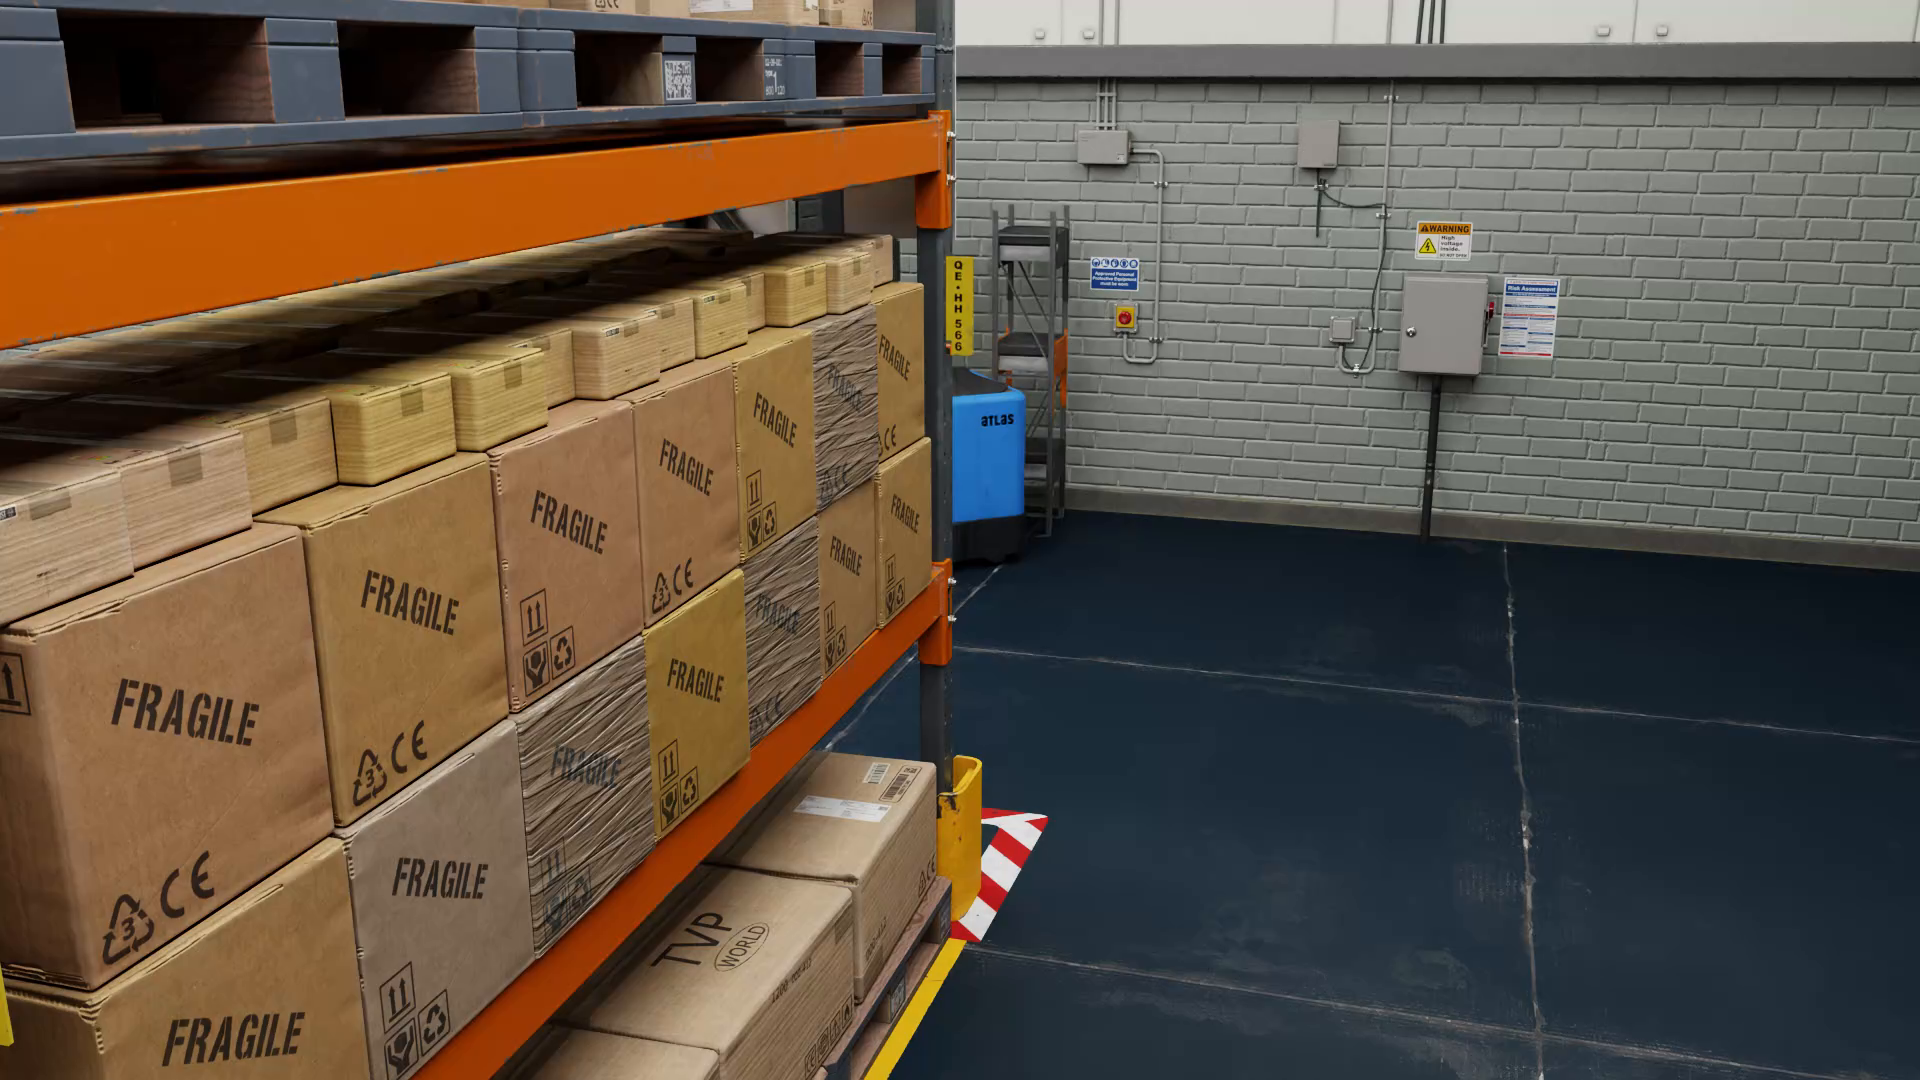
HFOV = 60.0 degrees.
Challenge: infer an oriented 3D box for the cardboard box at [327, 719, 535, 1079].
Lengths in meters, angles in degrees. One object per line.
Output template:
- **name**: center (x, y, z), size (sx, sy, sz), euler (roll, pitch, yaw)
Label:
- **cardboard box**: center (-1.126, 0.617, 2.974), size (0.500, 0.500, 0.500), euler (5, 17, 16)

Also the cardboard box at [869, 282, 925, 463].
- **cardboard box**: center (-0.429, -0.532, 5.193), size (0.500, 0.500, 0.500), euler (5, 17, 18)

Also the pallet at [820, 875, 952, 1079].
- **pallet**: center (-0.673, 1.409, 5.474), size (1.003, 0.211, 1.213), euler (5, 16, 16)

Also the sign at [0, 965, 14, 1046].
- **sign**: center (-1.134, 0.420, 1.876), size (0.100, 0.325, 0.005), euler (5, 16, 16)

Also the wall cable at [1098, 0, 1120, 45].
- **wall cable**: center (0.826, -4.544, 10.358), size (0.463, 3.000, 0.029), euler (5, 16, 16)

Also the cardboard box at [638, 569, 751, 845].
- **cardboard box**: center (-0.832, 0.353, 3.906), size (0.500, 0.500, 0.500), euler (5, 17, 18)

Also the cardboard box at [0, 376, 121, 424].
- **cardboard box**: center (-1.616, -0.172, 2.736), size (0.380, 0.149, 0.250), euler (5, 16, 16)

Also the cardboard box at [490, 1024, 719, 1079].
- **cardboard box**: center (-1.122, 1.539, 3.831), size (0.875, 0.438, 0.875), euler (4, 16, 14)

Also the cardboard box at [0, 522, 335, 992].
- **cardboard box**: center (-1.290, 0.264, 2.386), size (0.500, 0.500, 0.500), euler (5, 17, 16)

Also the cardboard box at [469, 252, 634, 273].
- **cardboard box**: center (-1.134, -0.714, 4.645), size (0.380, 0.149, 0.250), euler (4, 16, 14)

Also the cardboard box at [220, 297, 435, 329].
- **cardboard box**: center (-1.396, -0.442, 3.688), size (0.380, 0.149, 0.250), euler (5, 16, 16)

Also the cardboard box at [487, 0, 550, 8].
- **cardboard box**: center (-1.237, -1.373, 3.540), size (0.500, 0.500, 0.500), euler (5, 17, 17)

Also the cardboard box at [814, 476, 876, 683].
- **cardboard box**: center (-0.561, 0.081, 4.863), size (0.500, 0.500, 0.500), euler (4, 16, 15)

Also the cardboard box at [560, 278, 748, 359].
- **cardboard box**: center (-0.741, -0.541, 4.036), size (0.380, 0.149, 0.250), euler (5, 17, 17)

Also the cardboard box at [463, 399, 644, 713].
- **cardboard box**: center (-0.984, -0.001, 3.319), size (0.500, 0.500, 0.500), euler (5, 17, 17)

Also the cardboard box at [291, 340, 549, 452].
- **cardboard box**: center (-0.996, -0.271, 3.082), size (0.380, 0.149, 0.250), euler (4, 16, 14)

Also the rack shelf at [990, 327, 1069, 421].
- **rack shelf**: center (0.458, -1.093, 10.884), size (0.431, 0.518, 0.480), euler (4, 16, 13)

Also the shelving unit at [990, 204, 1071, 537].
- **shelving unit**: center (0.458, -1.106, 10.881), size (0.431, 2.100, 0.503), euler (4, 16, 13)

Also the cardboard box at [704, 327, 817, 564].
- **cardboard box**: center (-0.693, -0.264, 4.247), size (0.500, 0.500, 0.500), euler (5, 16, 16)

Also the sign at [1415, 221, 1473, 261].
- **sign**: center (3.038, -1.879, 10.444), size (0.339, 0.242, 0.001), euler (5, 16, 16)

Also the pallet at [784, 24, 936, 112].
- **pallet**: center (-0.721, -1.353, 4.768), size (1.003, 0.211, 1.213), euler (5, 16, 16)

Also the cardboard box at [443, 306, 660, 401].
- **cardboard box**: center (-0.868, -0.402, 3.544), size (0.380, 0.149, 0.250), euler (5, 16, 16)

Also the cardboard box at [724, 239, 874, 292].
- **cardboard box**: center (-0.480, -0.811, 4.987), size (0.380, 0.149, 0.250), euler (5, 17, 17)

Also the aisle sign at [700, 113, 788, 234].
- **aisle sign**: center (-0.778, -1.439, 5.643), size (0.394, 0.787, 0.004), euler (5, 16, 16)

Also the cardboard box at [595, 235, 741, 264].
- **cardboard box**: center (-0.893, -0.843, 5.101), size (0.380, 0.149, 0.250), euler (5, 17, 17)

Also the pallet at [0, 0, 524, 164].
- **pallet**: center (-1.415, -0.715, 2.517), size (1.003, 0.211, 1.213), euler (5, 16, 16)

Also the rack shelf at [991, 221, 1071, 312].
- **rack shelf**: center (0.458, -1.766, 10.693), size (0.431, 0.518, 0.480), euler (4, 16, 13)

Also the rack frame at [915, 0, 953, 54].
- **rack frame**: center (-0.521, -3.034, 5.034), size (1.000, 3.000, 0.127), euler (5, 16, 16)

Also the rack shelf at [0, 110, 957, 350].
- **rack shelf**: center (-1.089, -0.721, 3.696), size (1.077, 0.370, 4.000), euler (5, 16, 16)

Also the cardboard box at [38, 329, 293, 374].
- **cardboard box**: center (-1.524, -0.308, 3.215), size (0.380, 0.149, 0.250), euler (4, 16, 15)

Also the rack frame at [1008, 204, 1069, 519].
- **rack frame**: center (0.514, -1.171, 11.109), size (0.400, 2.100, 0.015), euler (4, 16, 13)

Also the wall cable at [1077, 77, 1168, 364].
- **wall cable**: center (1.059, -2.128, 10.917), size (0.585, 1.953, 0.123), euler (5, 16, 16)

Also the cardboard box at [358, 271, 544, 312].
- **cardboard box**: center (-1.270, -0.579, 4.169), size (0.380, 0.149, 0.250), euler (5, 17, 16)

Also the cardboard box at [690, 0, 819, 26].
- **cardboard box**: center (-0.605, -1.479, 4.558), size (0.380, 0.149, 0.250), euler (3, 16, 12)

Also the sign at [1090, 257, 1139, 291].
- **sign**: center (1.031, -1.774, 11.093), size (0.327, 0.218, 0.001), euler (5, 16, 16)

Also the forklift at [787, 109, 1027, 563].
- **forklift**: center (-1.153, -1.242, 9.837), size (3.031, 2.935, 1.130), euler (-6, 17, -22)

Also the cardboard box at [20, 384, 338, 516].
- **cardboard box**: center (-1.229, -0.143, 2.633), size (0.380, 0.149, 0.250), euler (4, 16, 15)

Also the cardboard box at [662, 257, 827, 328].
- **cardboard box**: center (-0.583, -0.674, 4.505), size (0.380, 0.149, 0.250), euler (5, 17, 17)

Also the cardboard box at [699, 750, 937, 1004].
- **cardboard box**: center (-0.612, 1.064, 5.509), size (0.875, 0.438, 0.875), euler (4, 16, 14)

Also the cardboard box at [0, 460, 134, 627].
- **cardboard box**: center (-1.319, -0.005, 2.145), size (0.380, 0.149, 0.250), euler (4, 16, 15)
